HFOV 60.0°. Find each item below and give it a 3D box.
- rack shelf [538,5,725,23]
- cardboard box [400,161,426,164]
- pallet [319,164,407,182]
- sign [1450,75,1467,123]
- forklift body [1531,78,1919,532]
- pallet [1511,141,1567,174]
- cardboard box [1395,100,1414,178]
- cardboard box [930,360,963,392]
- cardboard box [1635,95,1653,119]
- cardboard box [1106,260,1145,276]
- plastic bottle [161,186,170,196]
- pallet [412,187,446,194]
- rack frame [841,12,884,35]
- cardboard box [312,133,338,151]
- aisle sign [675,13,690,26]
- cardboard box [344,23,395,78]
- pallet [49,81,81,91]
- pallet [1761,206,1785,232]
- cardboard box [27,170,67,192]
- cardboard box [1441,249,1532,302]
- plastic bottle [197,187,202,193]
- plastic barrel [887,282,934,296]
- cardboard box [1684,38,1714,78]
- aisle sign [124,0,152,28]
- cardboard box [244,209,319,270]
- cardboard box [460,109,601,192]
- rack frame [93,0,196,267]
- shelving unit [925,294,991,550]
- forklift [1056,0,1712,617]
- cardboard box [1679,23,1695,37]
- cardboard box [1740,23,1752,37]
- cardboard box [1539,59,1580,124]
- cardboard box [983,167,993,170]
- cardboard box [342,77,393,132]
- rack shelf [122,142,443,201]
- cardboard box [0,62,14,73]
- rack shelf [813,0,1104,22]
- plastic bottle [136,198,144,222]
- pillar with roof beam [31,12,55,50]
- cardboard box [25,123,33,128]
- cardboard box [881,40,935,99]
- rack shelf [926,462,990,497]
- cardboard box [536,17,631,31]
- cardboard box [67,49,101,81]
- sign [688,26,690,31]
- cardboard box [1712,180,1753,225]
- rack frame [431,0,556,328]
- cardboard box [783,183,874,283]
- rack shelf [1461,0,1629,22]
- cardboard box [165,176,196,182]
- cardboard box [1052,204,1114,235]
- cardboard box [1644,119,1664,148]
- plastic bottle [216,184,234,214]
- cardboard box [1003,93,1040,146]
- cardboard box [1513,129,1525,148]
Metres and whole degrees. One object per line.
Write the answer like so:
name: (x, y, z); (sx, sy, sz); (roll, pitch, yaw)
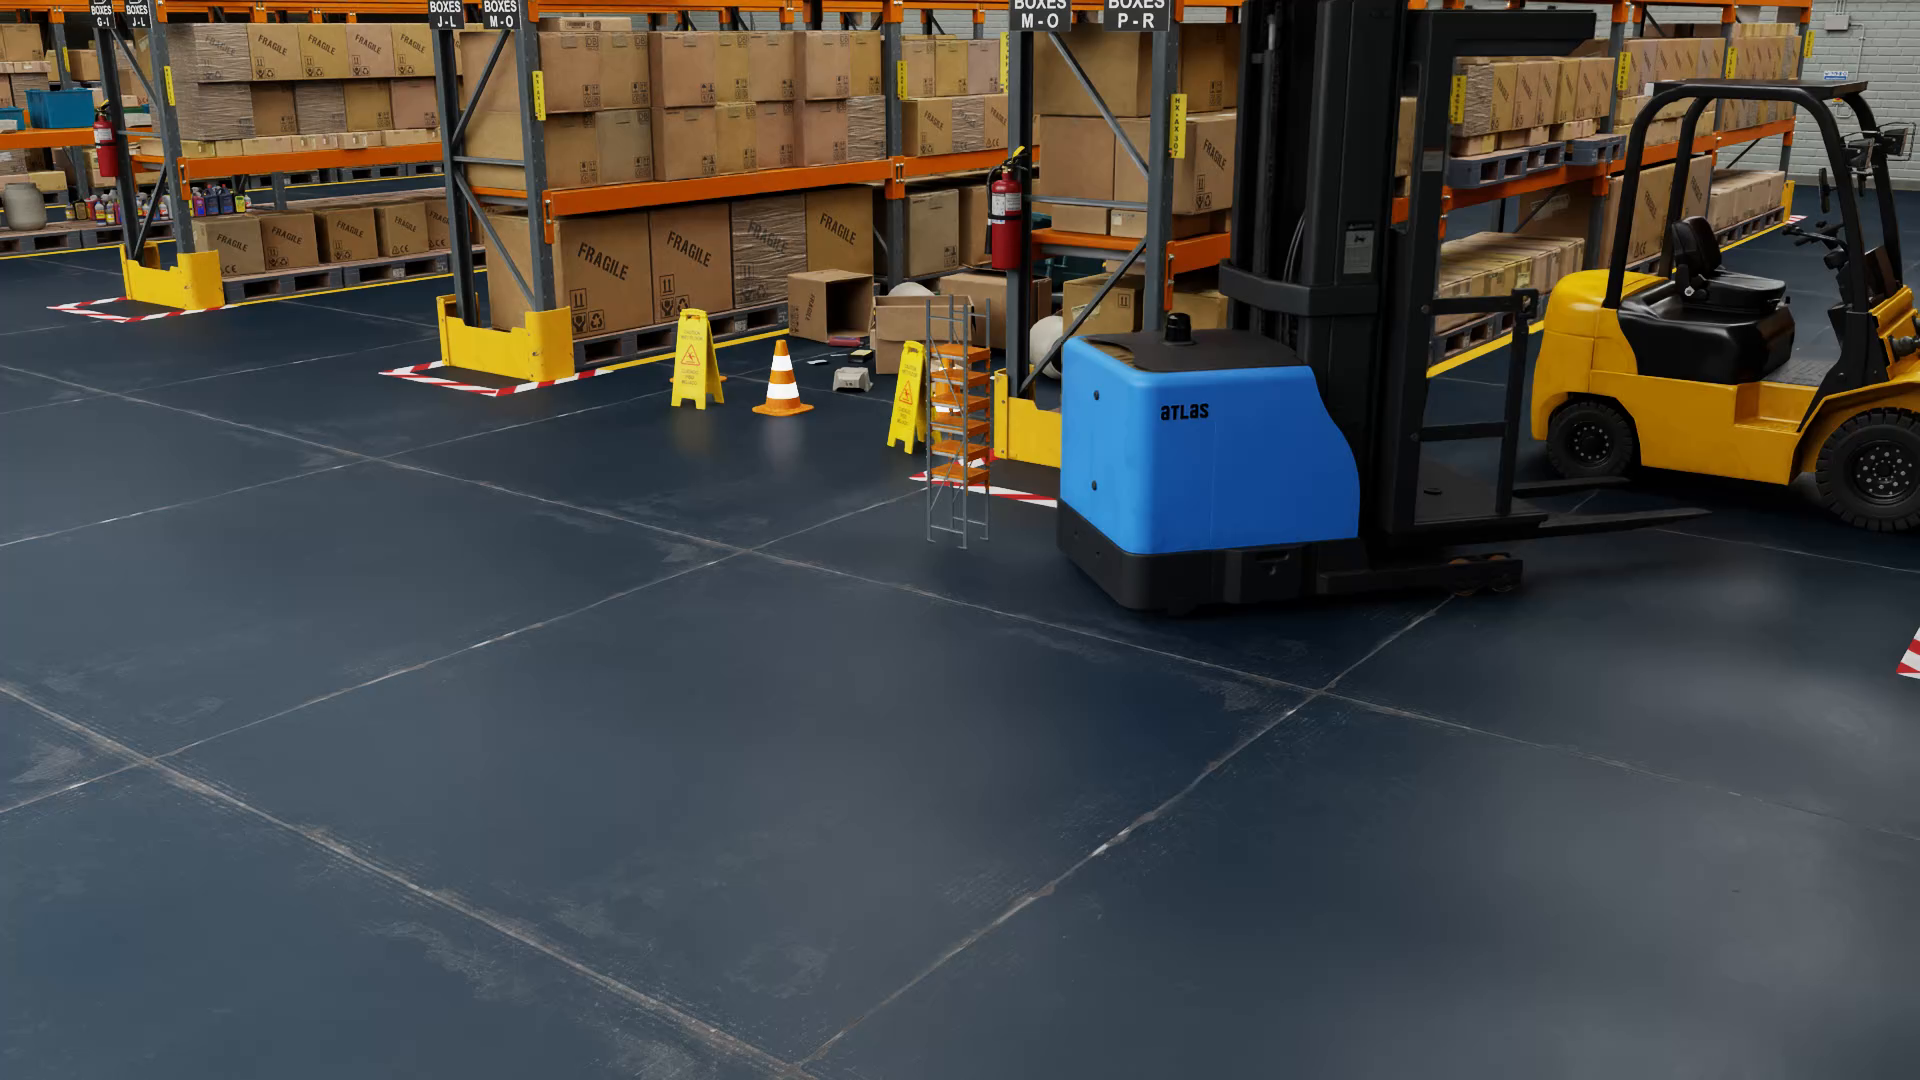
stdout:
rack shelf: (-5.276, -7.947, 24.933); (1.077, 0.370, 4.000); (12, 21, 35)
cardboard box: (-9.333, -6.577, 27.838); (0.500, 0.500, 0.500); (12, 21, 34)
pallet: (-9.969, -6.098, 27.524); (1.003, 0.211, 1.213); (12, 21, 35)
sign: (3.525, -3.122, 11.781); (0.100, 0.325, 0.005); (12, 21, 35)
forklift body: (4.355, -1.343, 8.941); (2.313, 2.155, 1.214); (12, 21, 35)
pallet: (4.322, -3.185, 13.767); (1.003, 0.211, 1.213); (12, 21, 35)
cardboard box: (2.719, -2.719, 11.272); (0.500, 0.500, 0.500); (13, 22, 37)
cardboard box: (-0.140, -1.158, 11.721); (0.250, 0.149, 0.380); (-7, 19, -22)
cardboard box: (6.278, -4.123, 15.872); (0.500, 0.250, 0.500); (13, 21, 36)
cardboard box: (1.135, -1.742, 10.365); (0.380, 0.149, 0.250); (13, 22, 36)
plastic bottle: (-9.778, -4.211, 20.470); (0.144, 0.351, 0.185); (11, 21, 32)
pallet: (-6.961, -4.873, 23.579); (1.003, 0.211, 1.213); (12, 21, 35)
rack frame: (-1.701, -8.288, 29.874); (1.000, 3.000, 0.127); (12, 21, 35)
cardboard box: (-6.156, -3.806, 15.866); (0.380, 0.149, 0.250); (12, 21, 35)
aisle sign: (-5.391, -10.367, 32.187); (0.394, 0.787, 0.004); (12, 21, 35)
cardboard box: (-5.817, -4.709, 15.994); (0.500, 0.500, 0.500); (12, 21, 35)
pallet: (-15.571, -7.562, 27.862); (1.003, 0.211, 1.213); (12, 21, 35)
pallet: (9.822, -4.125, 21.172); (1.003, 0.211, 1.213); (12, 21, 35)
cardboard box: (-12.928, -5.044, 23.357); (0.500, 0.250, 0.500); (12, 21, 35)
cardboard box: (4.234, -2.212, 14.031); (0.950, 0.372, 0.625); (13, 22, 36)
plastic bottle: (-9.478, -4.243, 20.689); (0.061, 0.283, 0.133); (12, 21, 35)
plastic barrel: (-0.394, -1.882, 13.591); (0.421, 0.421, 0.512); (-4, 18, -13)
cardboard box: (7.485, -4.958, 17.298); (0.500, 0.500, 0.500); (13, 21, 36)
aisle sign: (-7.053, -4.775, 14.180); (0.394, 0.787, 0.004); (12, 21, 35)
cardboard box: (-6.543, -2.903, 16.039); (0.500, 0.500, 0.500); (-13, 22, -36)
cardboard box: (-3.149, -2.869, 12.172); (0.875, 0.550, 0.550); (12, 21, 35)
rack frame: (-7.257, -3.602, 14.784); (1.000, 3.000, 0.127); (12, 21, 35)
shelving unit: (-0.009, -0.570, 8.055); (0.258, 1.200, 0.189); (12, 21, 35)
forklift: (2.033, -1.295, 7.470); (3.031, 2.935, 1.130); (-5, 18, -14)
cardboard box: (8.024, -5.717, 18.647); (0.380, 0.149, 0.250); (13, 22, 36)
cardboard box: (8.704, -5.753, 18.765); (0.380, 0.149, 0.250); (12, 21, 34)
cardboard box: (4.822, -3.743, 13.862); (0.500, 0.500, 0.500); (11, 20, 31)
cardboard box: (0.351, -5.789, 24.701); (0.875, 0.875, 0.875); (12, 21, 35)
cardboard box: (-6.066, -4.286, 16.318); (0.875, 0.500, 0.500); (12, 21, 35)
rack shelf: (-6.065, -3.734, 16.424); (1.077, 0.370, 4.000); (12, 21, 35)
cardboard box: (-13.120, -6.439, 22.659); (0.380, 0.149, 0.250); (12, 21, 33)
rack shelf: (0.241, -5.219, 16.147); (1.077, 0.370, 4.000); (12, 21, 35)
plastic bottle: (-9.640, -3.866, 19.494); (0.097, 0.271, 0.097); (0, 17, 0)
pillar with roof beam: (-12.436, -10.080, 25.531); (9.100, 9.000, 0.400); (12, 21, 35)
cardboard box: (-15.816, -6.963, 27.816); (0.500, 0.250, 0.500); (12, 21, 33)
cardboard box: (-0.659, -4.298, 15.173); (0.700, 0.500, 0.500); (12, 21, 34)
rack shelf: (-0.009, -0.298, 8.139); (0.258, 0.103, 0.180); (12, 21, 35)
cardboard box: (-4.288, -5.206, 18.230); (1.000, 1.000, 1.000); (13, 21, 35)
cardboard box: (-15.008, -8.139, 28.485); (0.700, 0.500, 0.500); (10, 20, 30)
sign: (-5.243, -9.765, 32.145); (0.100, 0.325, 0.005); (12, 21, 35)
cardboard box: (8.845, -4.029, 19.773); (0.875, 0.438, 0.875); (12, 21, 33)
rack frame: (-3.334, -2.701, 11.884); (1.000, 3.000, 0.127); (12, 21, 35)
cardboard box: (-1.381, -2.702, 14.762); (0.875, 0.875, 0.875); (13, 21, 36)
rack shelf: (4.277, -4.368, 13.408); (1.077, 0.370, 4.000); (12, 21, 35)
cardboard box: (-11.776, -5.491, 24.795); (0.500, 0.250, 0.500); (12, 21, 33)
cardboard box: (0.753, -1.857, 9.590); (0.380, 0.149, 0.250); (13, 22, 37)
cardboard box: (6.571, -4.006, 16.338); (0.500, 0.250, 0.500); (13, 22, 36)
plastic bottle: (-9.004, -4.170, 20.339); (0.144, 0.351, 0.185); (12, 21, 33)
cardboard box: (0.482, -4.139, 16.346); (0.500, 0.500, 0.500); (13, 21, 36)
cardboard box: (4.267, -3.211, 13.241); (0.380, 0.149, 0.250); (13, 21, 35)
